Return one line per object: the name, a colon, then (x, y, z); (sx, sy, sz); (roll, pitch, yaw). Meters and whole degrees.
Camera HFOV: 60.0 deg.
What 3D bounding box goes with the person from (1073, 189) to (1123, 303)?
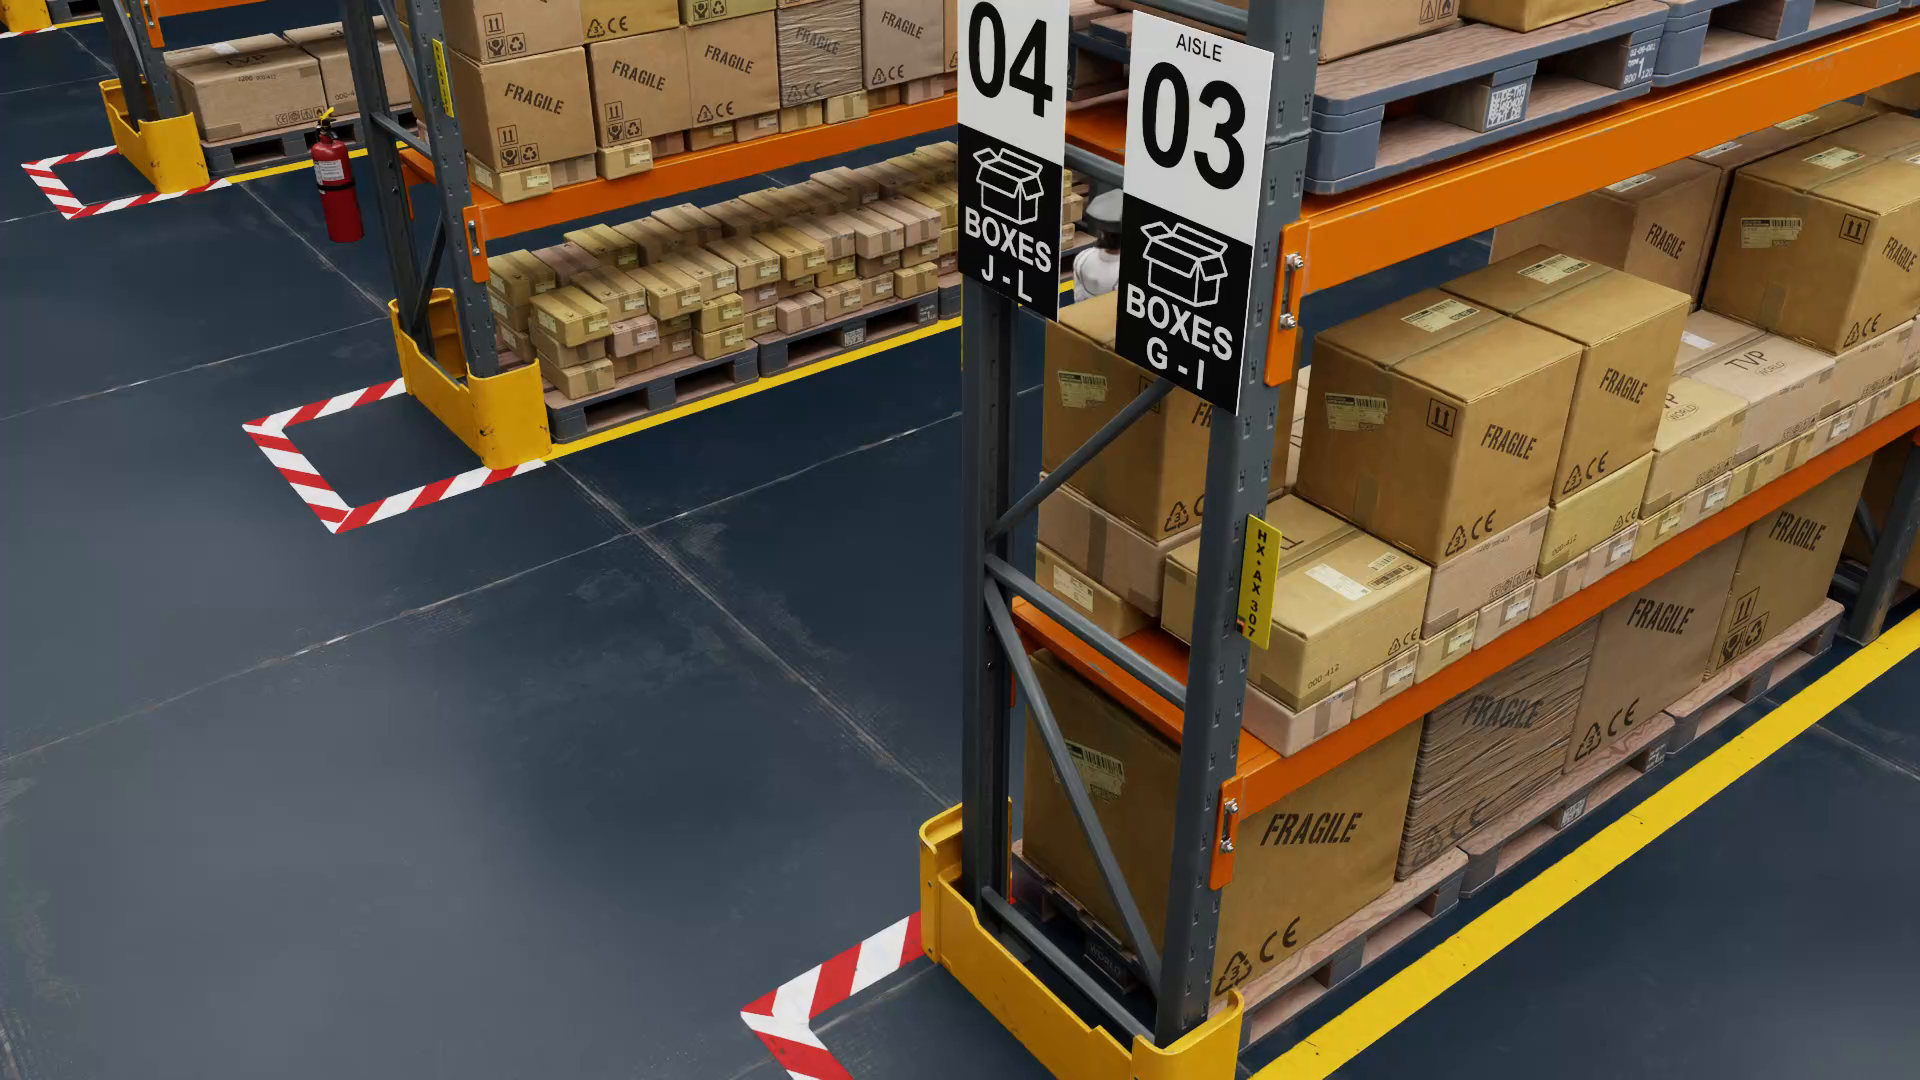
person: (0.682, -0.717, 7.261); (0.334, 1.675, 0.466); (-21, 38, -30)
